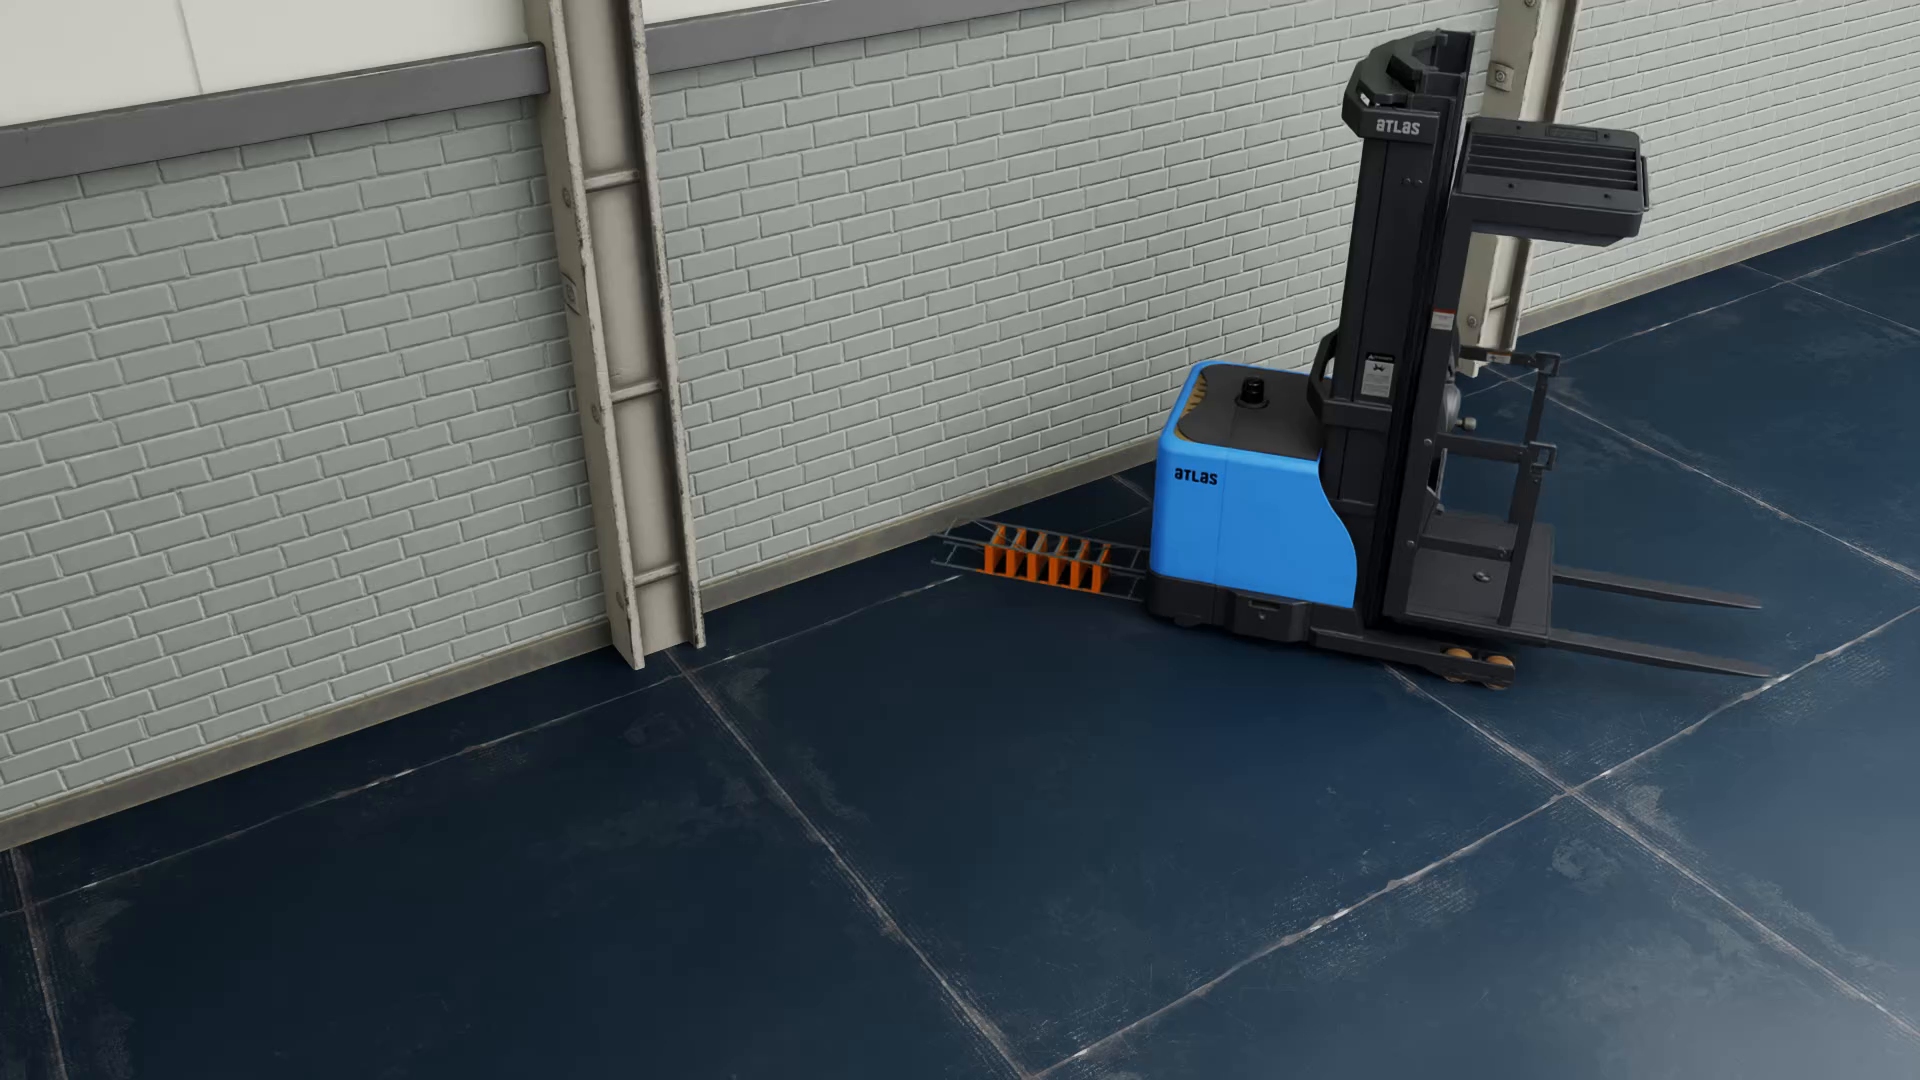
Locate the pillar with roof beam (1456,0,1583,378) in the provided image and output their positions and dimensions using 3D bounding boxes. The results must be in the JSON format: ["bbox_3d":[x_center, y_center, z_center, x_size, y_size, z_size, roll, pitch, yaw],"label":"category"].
[{"bbox_3d":[5.828,-3.082,5.823,0.400,9.000,9.100,-19,37,-27],"label":"pillar with roof beam"}]

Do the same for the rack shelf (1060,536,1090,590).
[{"bbox_3d":[0.628,0.122,8.994,0.103,0.180,0.258,10,34,15],"label":"rack shelf"}]

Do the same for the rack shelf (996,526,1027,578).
[{"bbox_3d":[0.286,0.061,9.089,0.103,0.180,0.258,10,34,15],"label":"rack shelf"}]

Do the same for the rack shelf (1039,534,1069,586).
[{"bbox_3d":[0.514,0.102,9.026,0.103,0.180,0.258,10,34,15],"label":"rack shelf"}]

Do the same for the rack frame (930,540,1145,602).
[{"bbox_3d":[0.442,0.167,9.094,1.200,0.006,0.240,10,34,15],"label":"rack frame"}]

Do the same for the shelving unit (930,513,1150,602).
[{"bbox_3d":[0.442,0.089,9.045,1.200,0.189,0.258,10,34,15],"label":"shelving unit"}]

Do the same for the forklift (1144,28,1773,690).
[{"bbox_3d":[2.536,-0.820,7.925,3.031,2.935,1.130,10,34,15],"label":"forklift"}]

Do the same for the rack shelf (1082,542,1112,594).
[{"bbox_3d":[0.742,0.143,8.962,0.103,0.180,0.258,10,34,15],"label":"rack shelf"}]

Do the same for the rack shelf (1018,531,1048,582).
[{"bbox_3d":[0.400,0.082,9.057,0.103,0.180,0.258,10,34,15],"label":"rack shelf"}]

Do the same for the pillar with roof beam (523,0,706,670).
[{"bbox_3d":[0.785,-1.348,3.074,0.400,9.000,9.100,-19,37,-27],"label":"pillar with roof beam"}]

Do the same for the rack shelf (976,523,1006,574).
[{"bbox_3d":[0.172,0.041,9.120,0.103,0.180,0.258,10,34,15],"label":"rack shelf"}]

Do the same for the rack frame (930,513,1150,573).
[{"bbox_3d":[0.443,0.012,8.997,1.200,0.006,0.240,10,34,15],"label":"rack frame"}]
